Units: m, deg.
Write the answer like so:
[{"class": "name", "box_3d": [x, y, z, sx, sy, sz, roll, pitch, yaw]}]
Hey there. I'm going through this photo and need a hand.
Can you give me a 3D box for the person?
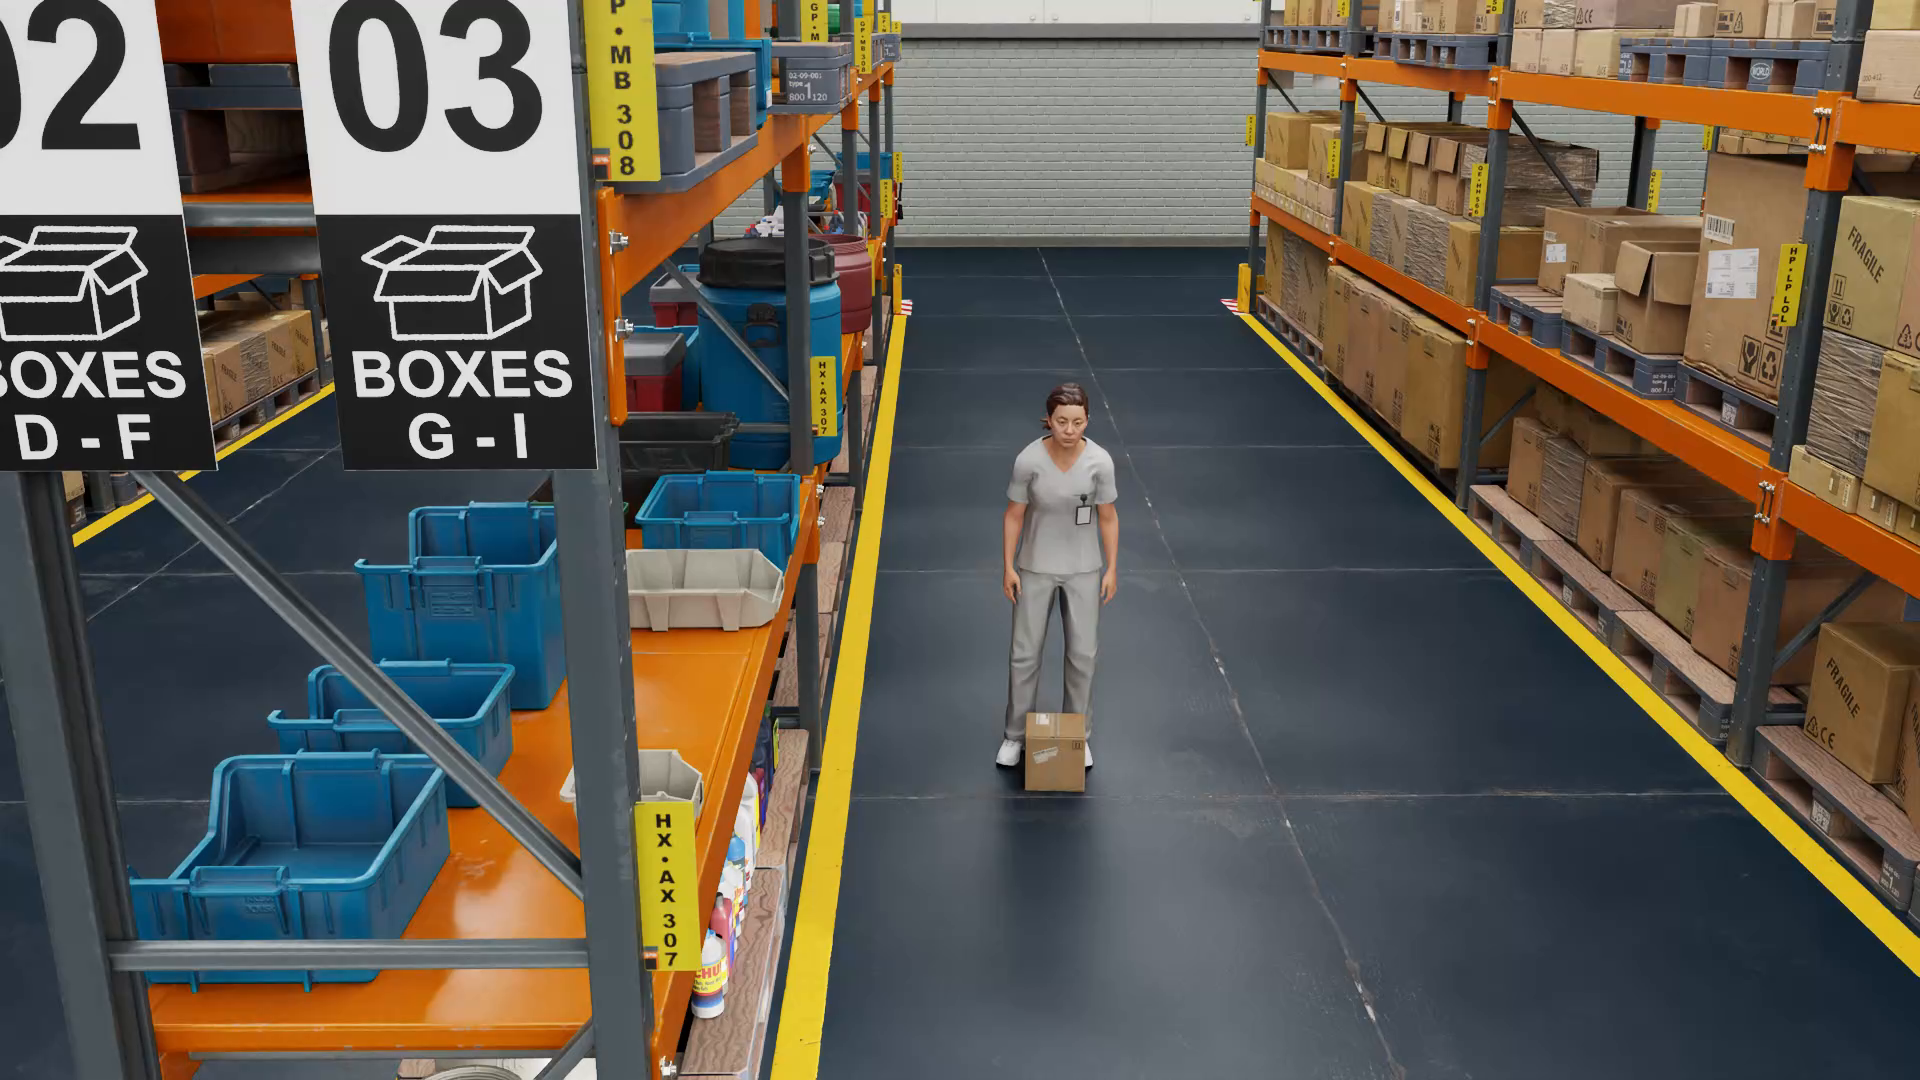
[{"class": "person", "box_3d": [0.416, 0.147, 7.076, 0.514, 1.672, 0.360, 0, 17, 1]}]
